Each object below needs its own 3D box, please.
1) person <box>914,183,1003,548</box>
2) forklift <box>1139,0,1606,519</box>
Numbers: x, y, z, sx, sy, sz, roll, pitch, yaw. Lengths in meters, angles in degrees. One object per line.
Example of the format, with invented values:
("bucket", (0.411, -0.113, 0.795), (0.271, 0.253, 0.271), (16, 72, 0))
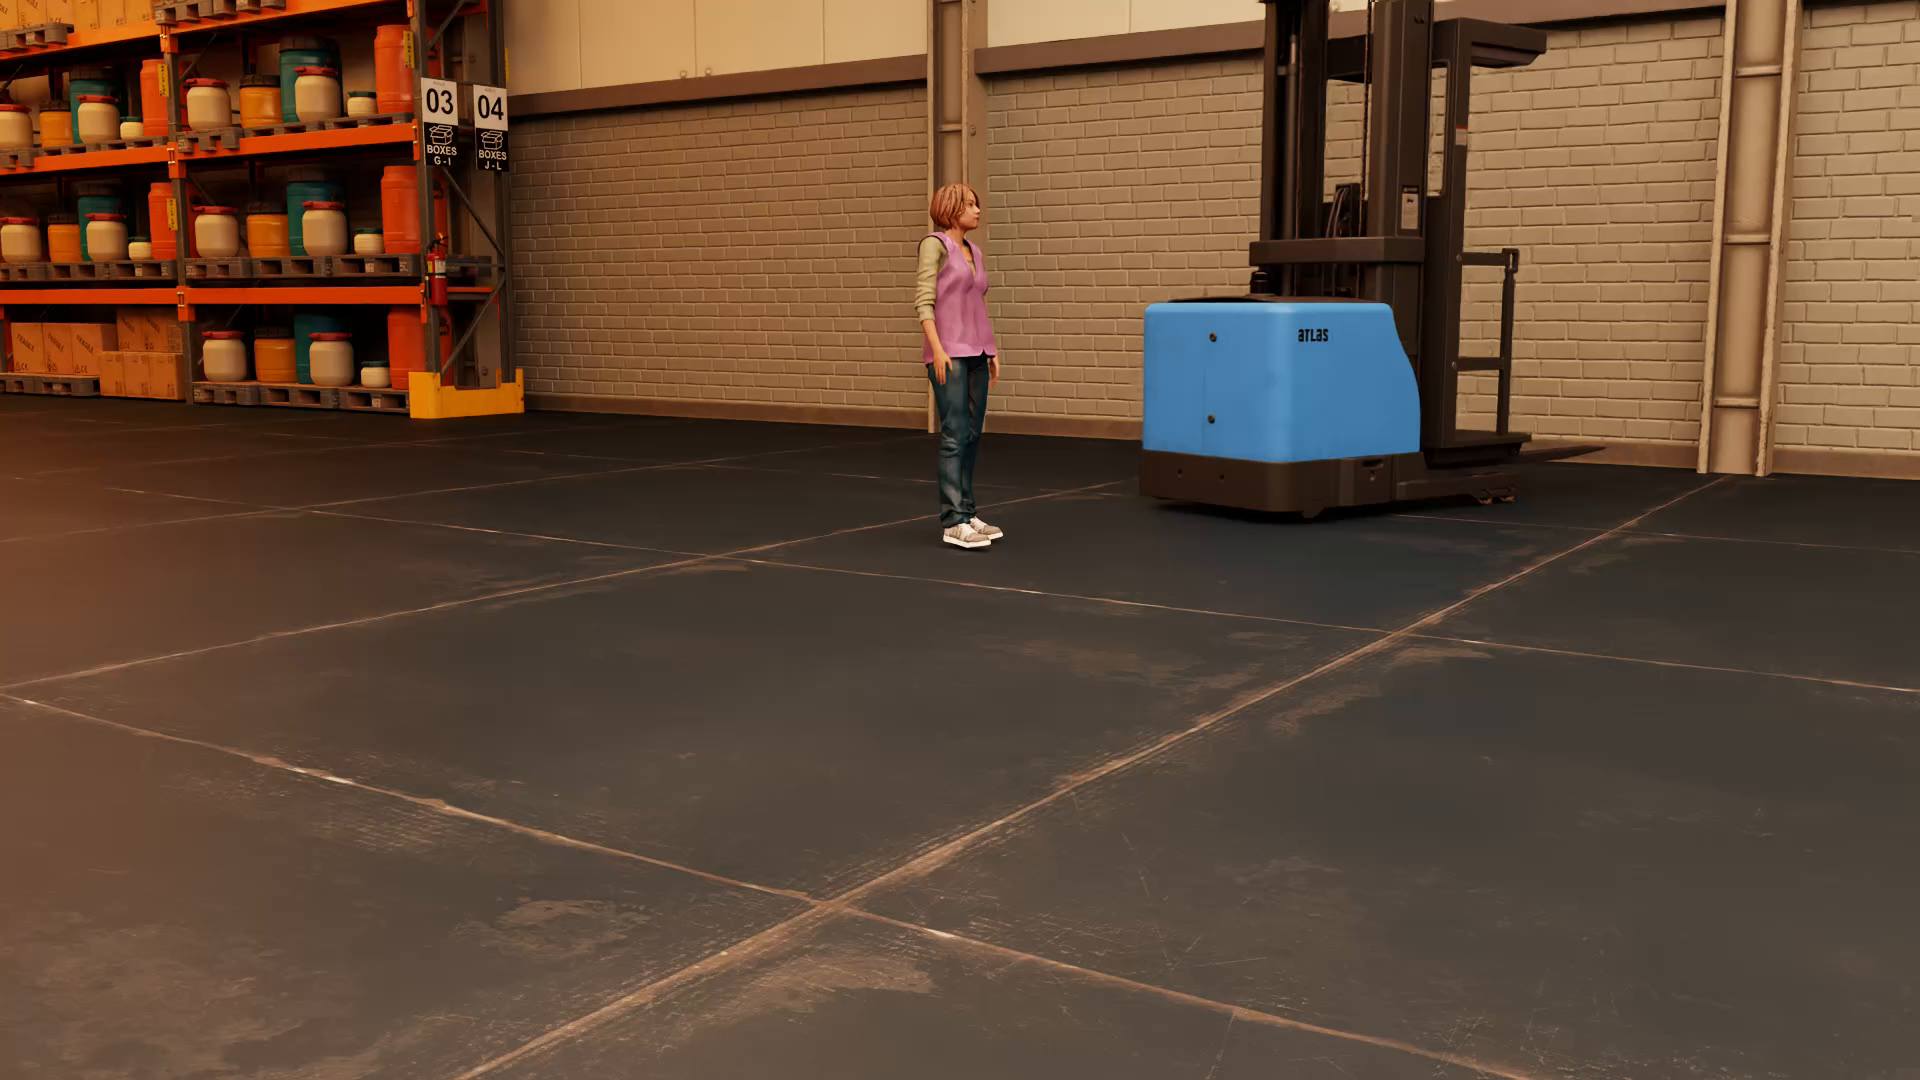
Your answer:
("person", (0.054, -0.790, 7.438), (0.473, 1.599, 0.521), (5, 10, 34))
("forklift", (2.434, -1.694, 9.102), (3.031, 2.935, 1.130), (-6, 10, -36))
